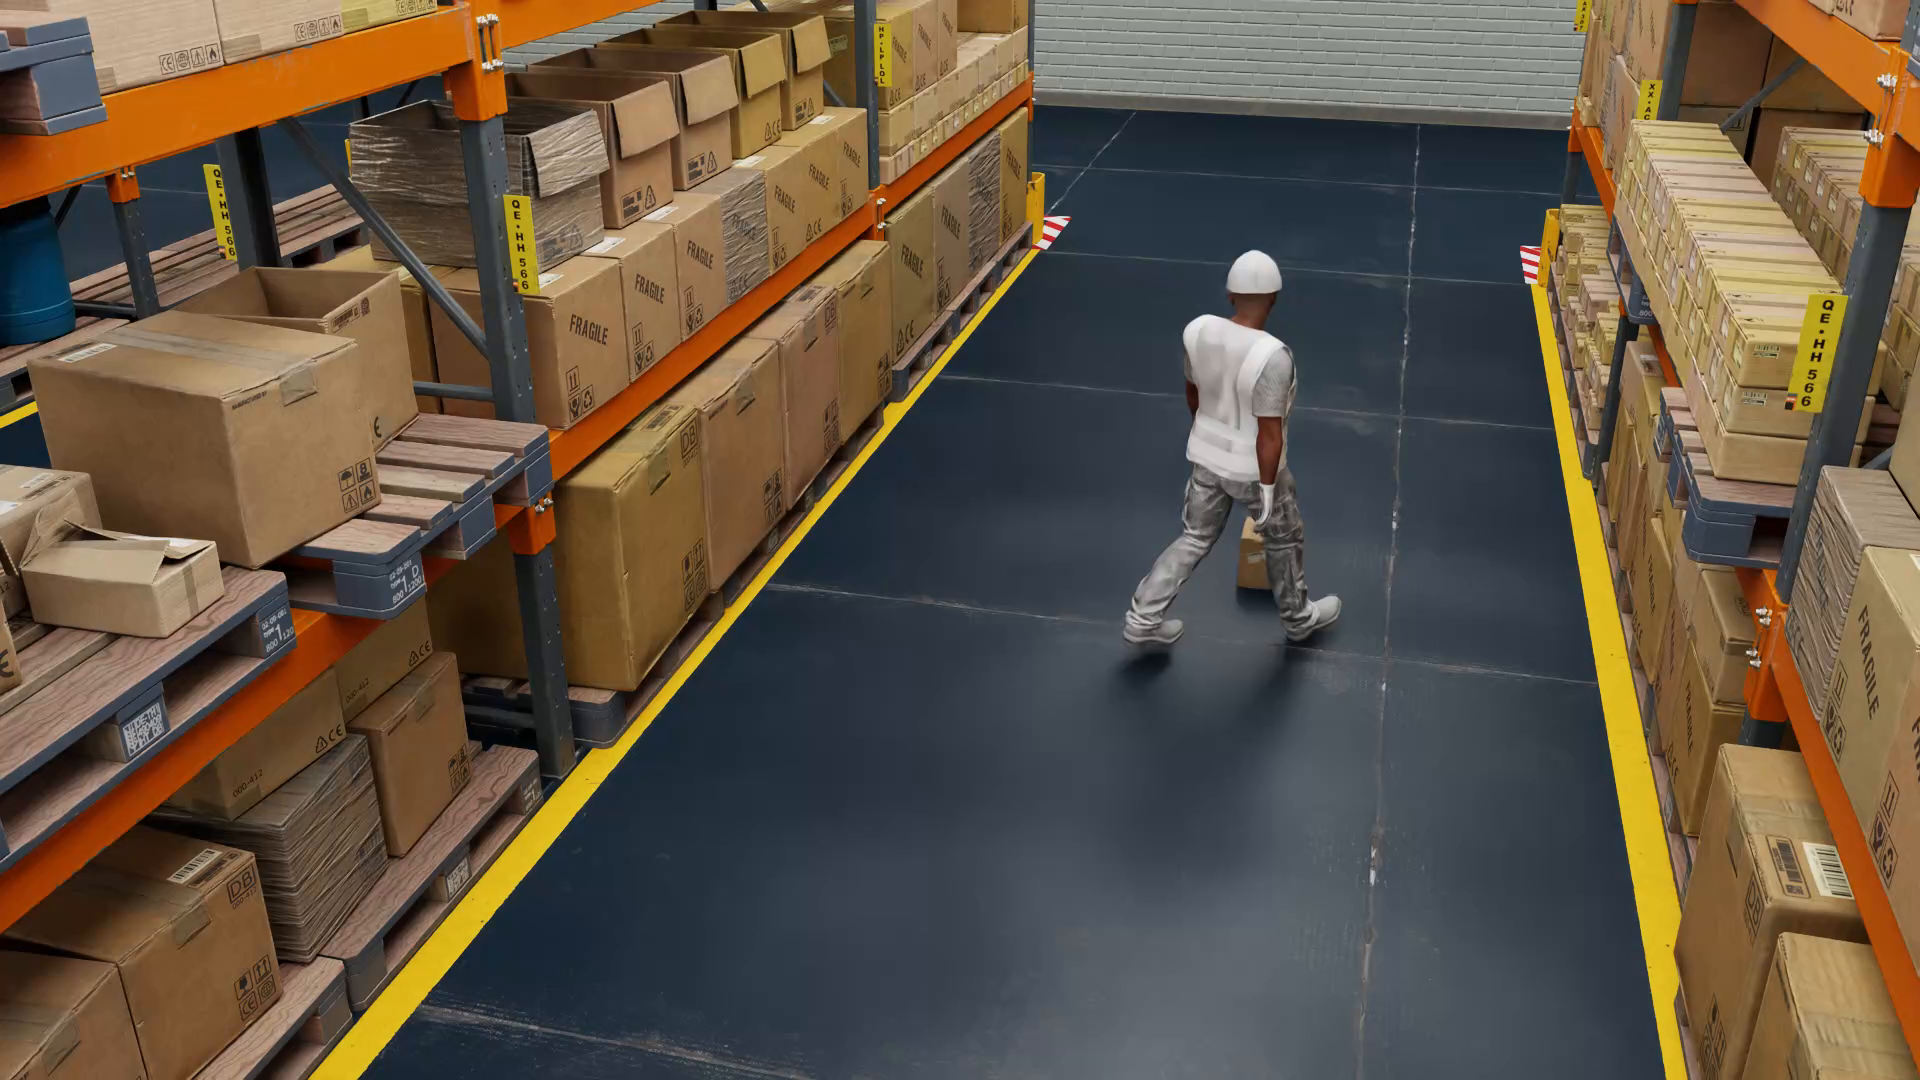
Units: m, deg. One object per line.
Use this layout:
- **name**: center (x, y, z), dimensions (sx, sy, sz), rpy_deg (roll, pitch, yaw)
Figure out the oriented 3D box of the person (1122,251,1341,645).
- **person**: center (1.186, -0.344, 6.859), dimensions (0.993, 1.748, 0.590), rpy_deg (-18, 31, -33)
